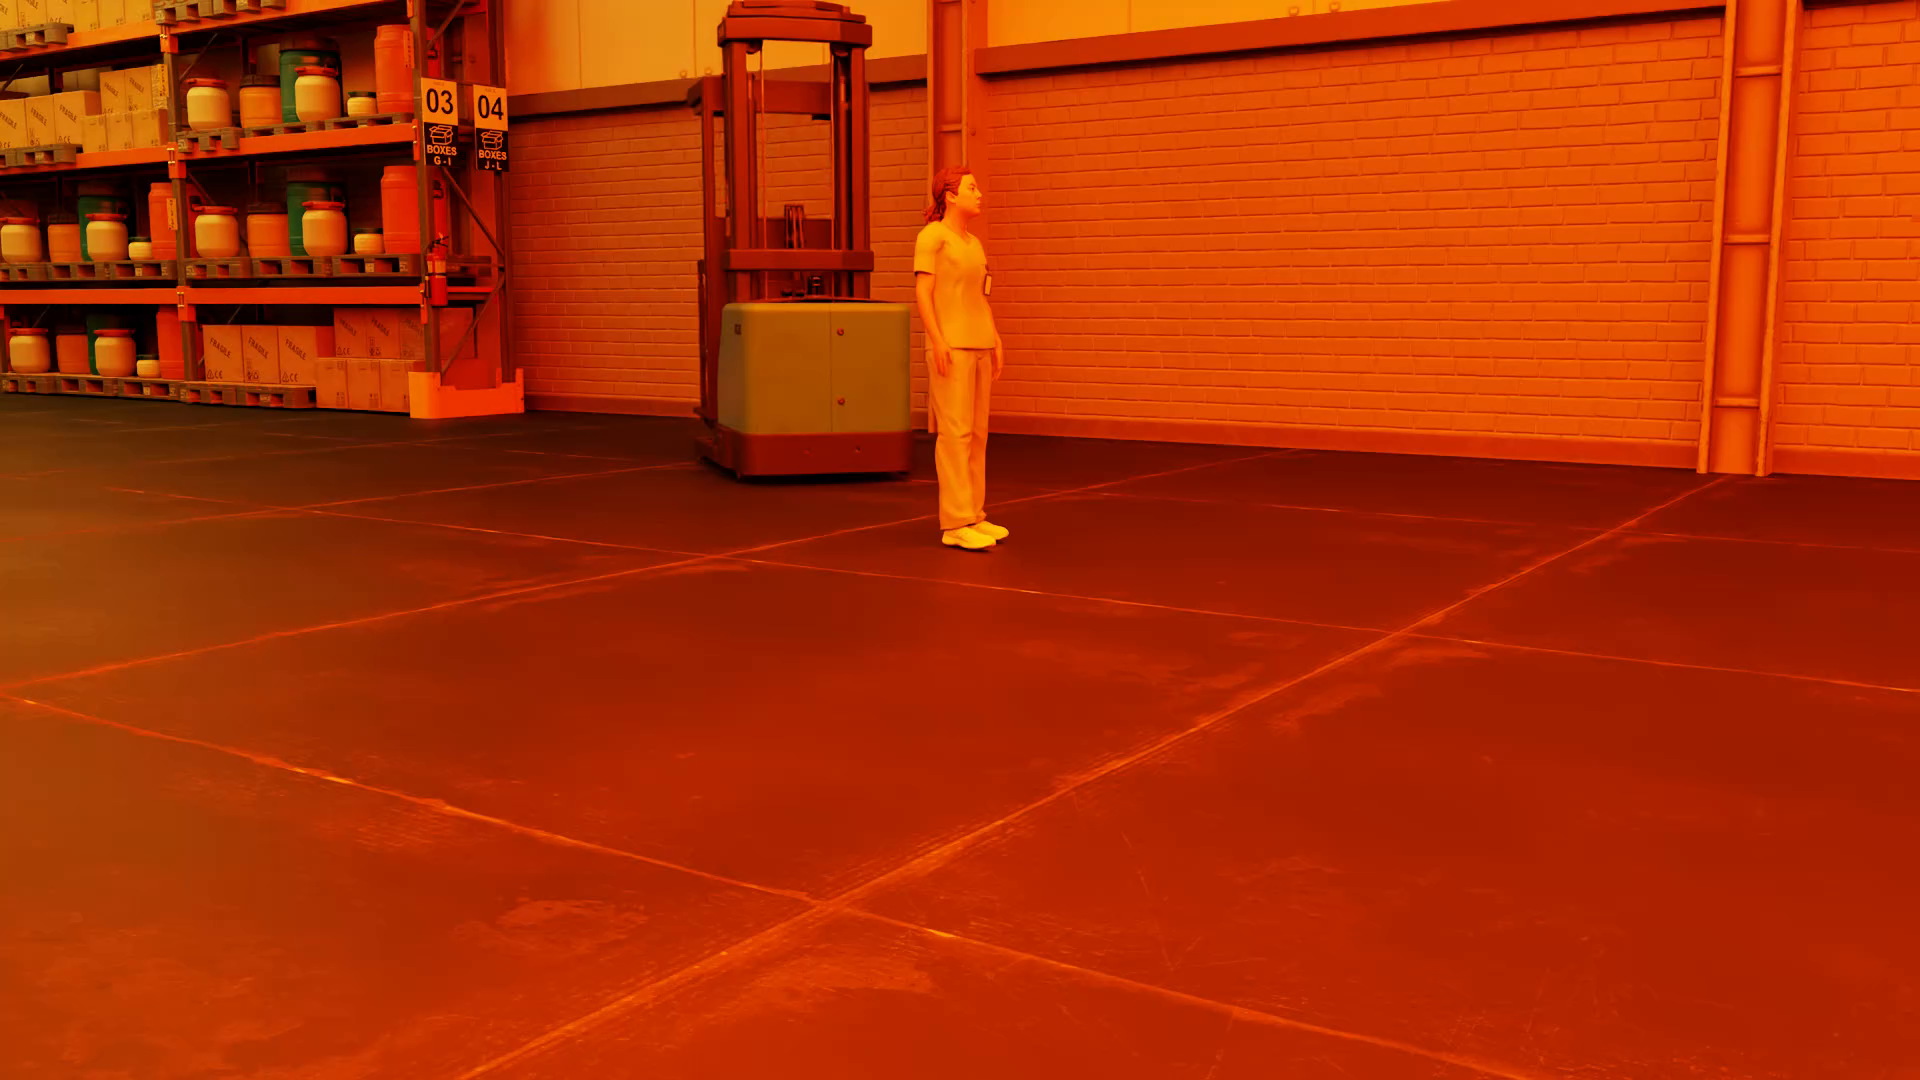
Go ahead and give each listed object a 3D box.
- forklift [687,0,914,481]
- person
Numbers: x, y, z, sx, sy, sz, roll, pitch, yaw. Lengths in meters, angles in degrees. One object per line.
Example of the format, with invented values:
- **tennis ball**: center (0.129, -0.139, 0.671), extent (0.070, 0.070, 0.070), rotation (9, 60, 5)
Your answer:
- **forklift**: center (-1.200, -1.979, 11.108), extent (1.130, 2.935, 3.031), rotation (-2, 8, -17)
- **person**: center (0.053, -0.829, 7.433), extent (0.549, 1.675, 0.549), rotation (5, 10, 34)
